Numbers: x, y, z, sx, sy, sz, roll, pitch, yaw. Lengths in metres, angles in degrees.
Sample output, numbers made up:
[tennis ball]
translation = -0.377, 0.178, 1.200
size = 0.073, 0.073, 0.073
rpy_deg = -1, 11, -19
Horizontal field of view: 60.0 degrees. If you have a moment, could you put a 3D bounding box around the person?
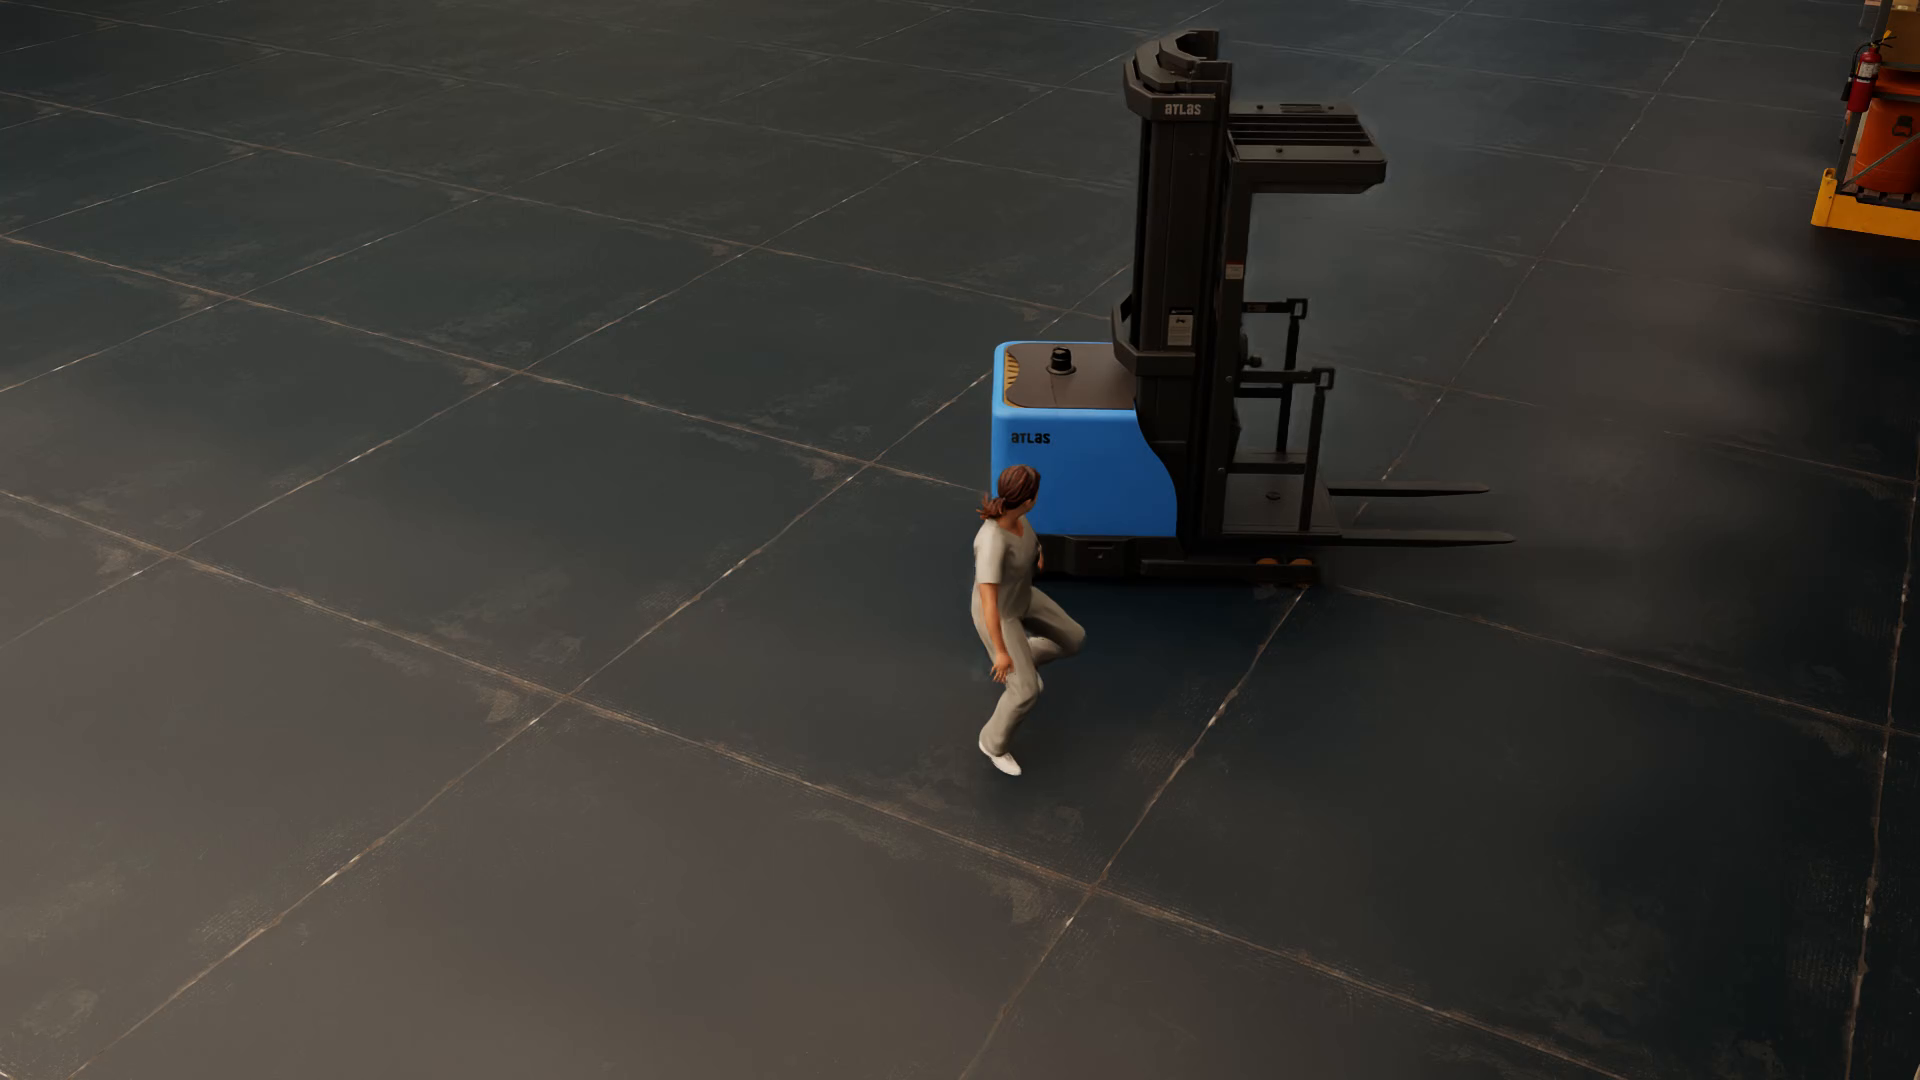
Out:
[person]
translation = 0.274, 0.330, 7.920
size = 0.496, 1.561, 0.878
rpy_deg = 16, 34, 25

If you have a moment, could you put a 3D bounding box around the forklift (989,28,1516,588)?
[forklift]
translation = 1.692, -1.266, 9.264
size = 3.031, 2.935, 1.130
rpy_deg = 1, 30, 2
